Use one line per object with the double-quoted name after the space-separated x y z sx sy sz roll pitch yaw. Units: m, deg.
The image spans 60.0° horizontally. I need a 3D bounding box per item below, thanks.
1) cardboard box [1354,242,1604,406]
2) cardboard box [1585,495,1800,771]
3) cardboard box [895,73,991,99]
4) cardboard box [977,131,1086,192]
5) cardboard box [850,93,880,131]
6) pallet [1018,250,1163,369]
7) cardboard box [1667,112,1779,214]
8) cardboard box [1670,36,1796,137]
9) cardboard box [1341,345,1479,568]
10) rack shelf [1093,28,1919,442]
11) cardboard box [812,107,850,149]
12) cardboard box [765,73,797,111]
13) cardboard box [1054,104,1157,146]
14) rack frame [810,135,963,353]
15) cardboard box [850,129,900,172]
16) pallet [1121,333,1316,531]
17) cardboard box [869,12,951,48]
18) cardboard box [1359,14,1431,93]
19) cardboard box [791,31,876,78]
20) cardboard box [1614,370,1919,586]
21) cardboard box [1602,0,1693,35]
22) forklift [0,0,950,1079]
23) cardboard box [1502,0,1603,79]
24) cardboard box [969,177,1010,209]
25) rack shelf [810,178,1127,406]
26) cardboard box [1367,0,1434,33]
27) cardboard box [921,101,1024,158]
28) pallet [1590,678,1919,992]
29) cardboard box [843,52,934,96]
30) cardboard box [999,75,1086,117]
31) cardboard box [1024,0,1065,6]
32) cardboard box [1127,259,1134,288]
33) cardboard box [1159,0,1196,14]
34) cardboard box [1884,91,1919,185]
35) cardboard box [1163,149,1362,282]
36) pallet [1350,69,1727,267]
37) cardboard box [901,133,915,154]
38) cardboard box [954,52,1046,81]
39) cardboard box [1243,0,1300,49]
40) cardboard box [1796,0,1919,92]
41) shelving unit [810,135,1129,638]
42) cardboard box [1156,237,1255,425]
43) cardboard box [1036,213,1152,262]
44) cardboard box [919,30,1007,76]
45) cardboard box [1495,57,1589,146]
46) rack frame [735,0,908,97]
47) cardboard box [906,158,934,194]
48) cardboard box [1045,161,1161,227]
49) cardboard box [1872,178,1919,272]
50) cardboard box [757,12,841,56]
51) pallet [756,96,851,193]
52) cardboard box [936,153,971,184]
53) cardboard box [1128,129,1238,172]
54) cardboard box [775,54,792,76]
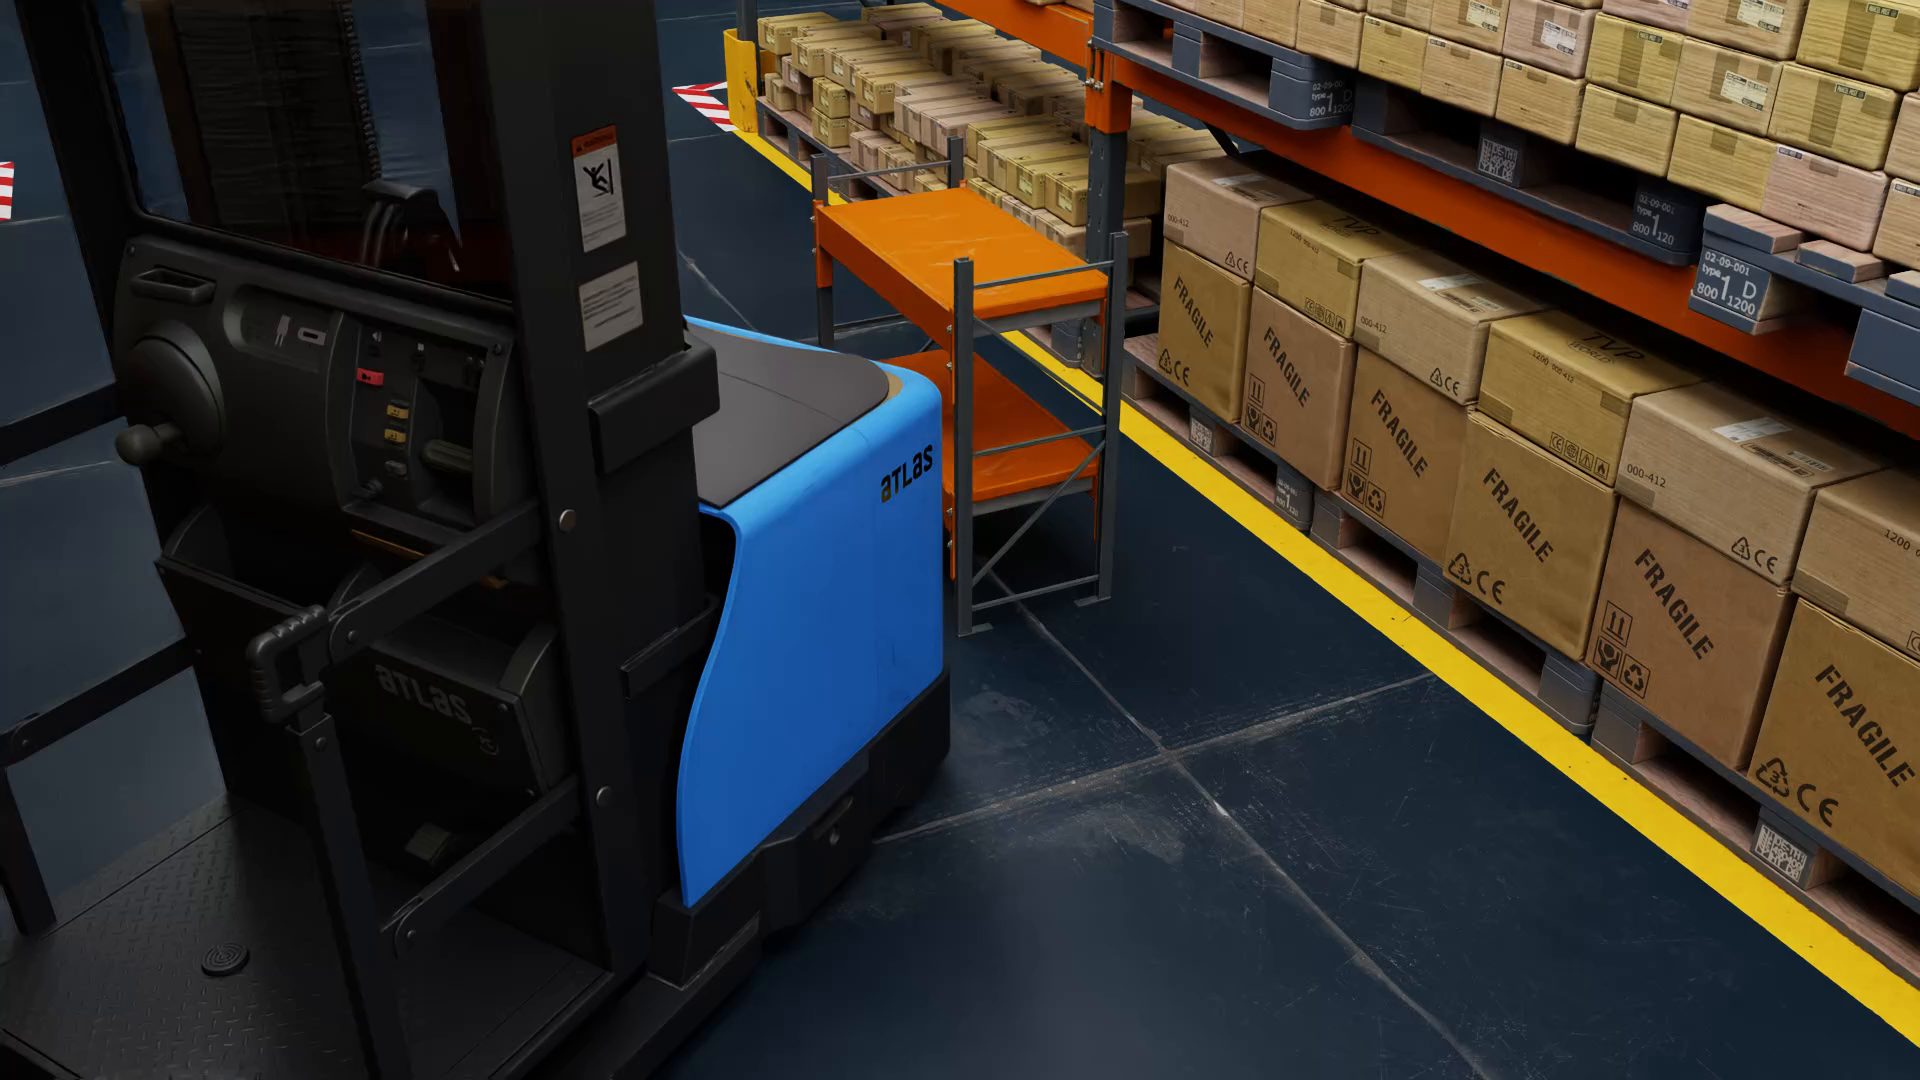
1.466 -0.622 4.653 0.500 0.250 0.500 -12 31 -20 "cardboard box"
1.921 0.163 4.019 0.500 0.500 0.500 -12 31 -20 "cardboard box"
-0.080 -2.040 7.699 0.380 0.149 0.250 -13 32 -22 "cardboard box"
0.295 -1.560 6.842 0.380 0.149 0.250 -13 32 -22 "cardboard box"
-0.319 -2.140 8.182 0.380 0.149 0.250 -15 32 -24 "cardboard box"
0.621 -1.118 7.028 1.003 0.211 1.213 -13 32 -22 "pallet"
1.712 -0.808 3.451 0.380 0.149 0.250 -14 32 -23 "cardboard box"
1.697 -0.948 3.397 0.380 0.149 0.250 -13 32 -22 "cardboard box"
1.485 -0.294 4.834 0.500 0.500 0.500 -13 32 -21 "cardboard box"
1.800 -0.848 4.431 1.077 0.370 4.000 -13 32 -22 "rack shelf"
-0.530 -2.111 8.432 0.380 0.149 0.250 -13 32 -21 "cardboard box"
-0.840 -2.453 9.043 0.380 0.149 0.250 -12 32 -21 "cardboard box"
0.630 -1.786 7.245 0.380 0.149 0.250 -14 32 -23 "cardboard box"
-0.221 -0.718 5.381 0.500 1.125 0.032 -13 32 -22 "rack frame"
-0.306 -1.890 8.038 0.380 0.149 0.250 -15 32 -24 "cardboard box"
1.277 -0.485 5.900 1.003 0.211 1.213 -13 32 -22 "pallet"
-0.264 -2.708 8.889 0.380 0.149 0.250 -12 32 -21 "cardboard box"
1.261 -1.272 4.280 0.380 0.149 0.250 -14 32 -23 "cardboard box"
-0.638 -2.474 8.472 0.380 0.149 0.250 -13 32 -22 "cardboard box"
1.902 -0.166 3.839 0.500 0.250 0.500 -13 32 -21 "cardboard box"
1.600 -1.184 3.513 0.380 0.149 0.250 -13 32 -22 "cardboard box"
-1.209 -0.210 2.629 1.130 2.935 3.031 16 33 26 "forklift"
1.480 -1.174 3.799 0.380 0.149 0.250 -12 32 -21 "cardboard box"
0.261 -1.419 6.894 0.380 0.149 0.250 -14 32 -24 "cardboard box"
-0.003 -0.749 4.837 0.538 0.278 1.000 -13 32 -22 "rack shelf"
1.263 -1.399 4.202 0.380 0.149 0.250 -14 32 -23 "cardboard box"
0.054 -1.791 7.254 0.380 0.149 0.250 -15 32 -24 "cardboard box"
2.325 0.593 3.977 1.003 0.211 1.213 -13 32 -22 "pallet"
-0.346 -2.257 8.086 0.380 0.149 0.250 -12 31 -20 "cardboard box"
0.403 -2.019 7.660 0.380 0.149 0.250 -14 32 -24 "cardboard box"
0.398 -2.104 6.191 0.380 0.149 0.250 -14 32 -23 "cardboard box"
0.465 -1.087 6.606 0.380 0.149 0.250 -13 32 -21 "cardboard box"
0.820 -1.727 5.090 0.380 0.149 0.250 -13 32 -21 "cardboard box"
1.919 -0.722 2.994 0.380 0.149 0.250 -12 31 -20 "cardboard box"
1.020 -1.083 5.475 0.500 0.250 0.500 -15 32 -24 "cardboard box"
1.772 -1.060 4.270 1.003 0.211 1.213 -13 32 -22 "pallet"
-0.058 -1.908 7.767 0.380 0.149 0.250 -12 31 -20 "cardboard box"
0.195 -2.245 8.065 0.380 0.149 0.250 -14 32 -24 "cardboard box"
1.030 -1.505 4.694 0.380 0.149 0.250 -13 32 -21 "cardboard box"
1.816 -0.959 3.112 0.380 0.149 0.250 -12 31 -20 "cardboard box"
-0.003 -0.494 4.980 0.538 1.125 1.048 -13 32 -22 "shelving unit"
1.019 -0.756 5.658 0.500 0.500 0.500 -12 31 -20 "cardboard box"
0.519 -1.187 6.481 0.380 0.149 0.250 -12 32 -21 "cardboard box"
0.016 -2.492 8.505 0.380 0.149 0.250 -14 32 -24 "cardboard box"
1.486 -1.041 3.867 0.380 0.149 0.250 -12 31 -20 "cardboard box"
-0.776 -3.812 8.981 1.000 3.000 0.127 -13 32 -22 "rack frame"
-0.030 -1.673 7.652 0.380 0.149 0.250 -12 32 -21 "cardboard box"
0.554 -1.347 6.462 0.380 0.149 0.250 -12 31 -21 "cardboard box"
1.927 -0.583 3.051 0.380 0.149 0.250 -13 32 -22 "cardboard box"
-0.858 -2.709 8.890 0.380 0.149 0.250 -15 32 -24 "cardboard box"
-0.426 -2.196 8.950 1.003 0.211 1.213 -13 32 -22 "pallet"
0.115 -1.658 7.322 0.380 0.149 0.250 -12 32 -21 "cardboard box"
0.916 -1.574 6.867 0.380 0.149 0.250 -11 31 -20 "cardboard box"
-0.783 -2.596 8.994 0.380 0.149 0.250 -12 31 -20 "cardboard box"
